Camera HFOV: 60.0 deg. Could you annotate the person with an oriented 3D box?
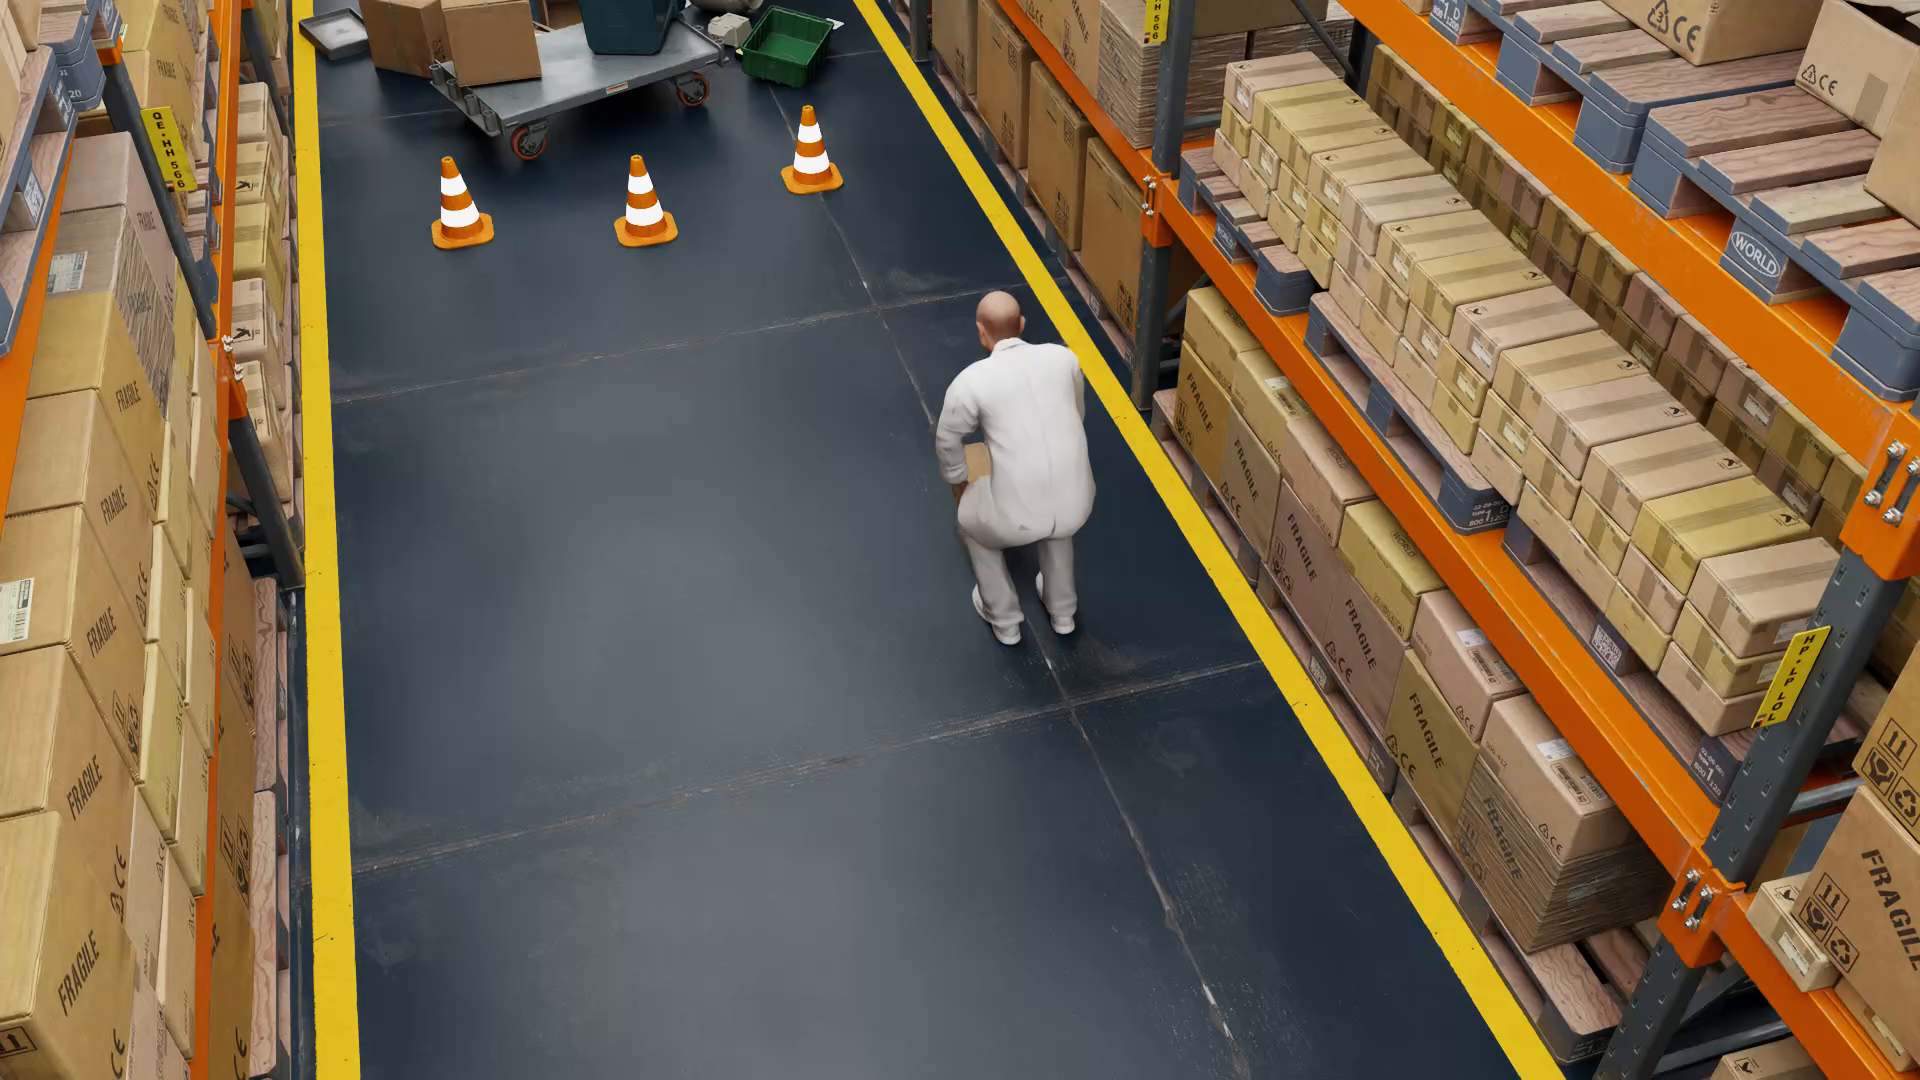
[{"bbox_3d":[0.231,-0.246,6.695,0.632,1.454,0.700,-12,43,-13],"label":"person"}]
